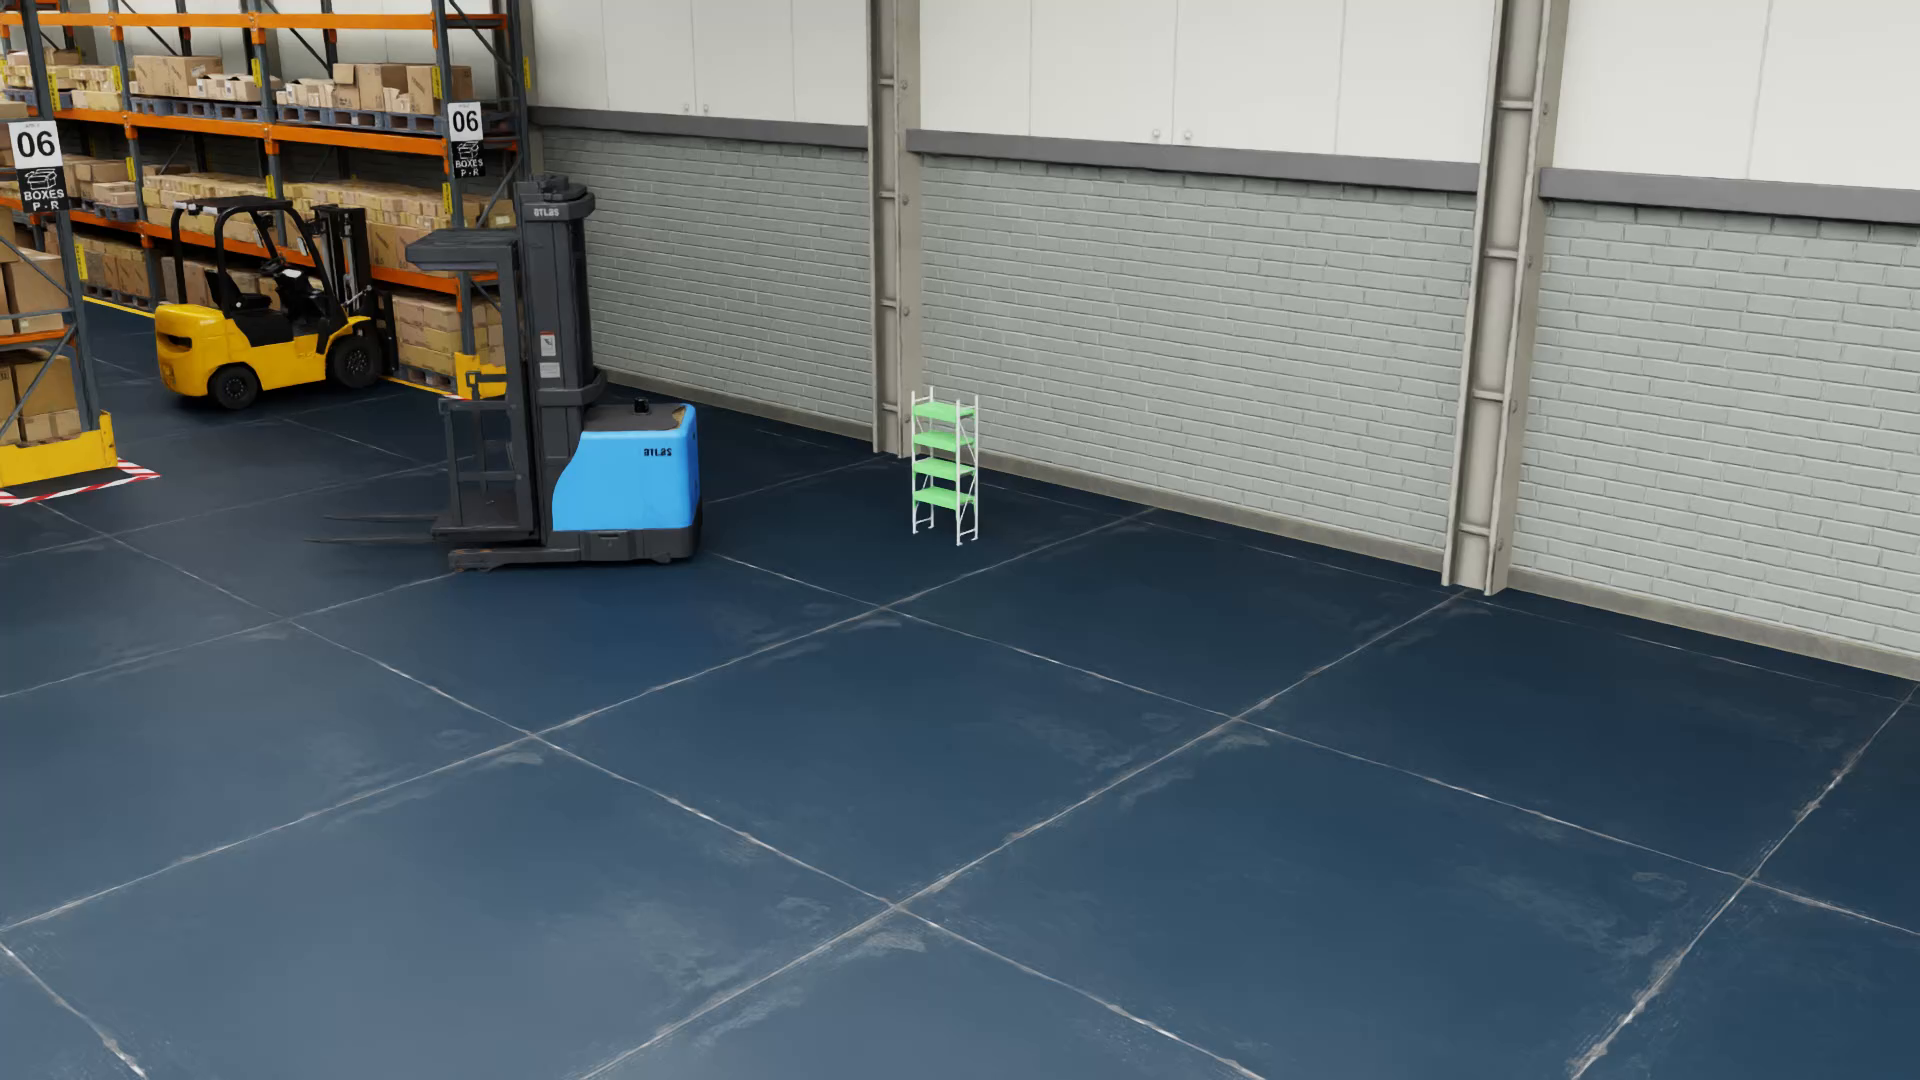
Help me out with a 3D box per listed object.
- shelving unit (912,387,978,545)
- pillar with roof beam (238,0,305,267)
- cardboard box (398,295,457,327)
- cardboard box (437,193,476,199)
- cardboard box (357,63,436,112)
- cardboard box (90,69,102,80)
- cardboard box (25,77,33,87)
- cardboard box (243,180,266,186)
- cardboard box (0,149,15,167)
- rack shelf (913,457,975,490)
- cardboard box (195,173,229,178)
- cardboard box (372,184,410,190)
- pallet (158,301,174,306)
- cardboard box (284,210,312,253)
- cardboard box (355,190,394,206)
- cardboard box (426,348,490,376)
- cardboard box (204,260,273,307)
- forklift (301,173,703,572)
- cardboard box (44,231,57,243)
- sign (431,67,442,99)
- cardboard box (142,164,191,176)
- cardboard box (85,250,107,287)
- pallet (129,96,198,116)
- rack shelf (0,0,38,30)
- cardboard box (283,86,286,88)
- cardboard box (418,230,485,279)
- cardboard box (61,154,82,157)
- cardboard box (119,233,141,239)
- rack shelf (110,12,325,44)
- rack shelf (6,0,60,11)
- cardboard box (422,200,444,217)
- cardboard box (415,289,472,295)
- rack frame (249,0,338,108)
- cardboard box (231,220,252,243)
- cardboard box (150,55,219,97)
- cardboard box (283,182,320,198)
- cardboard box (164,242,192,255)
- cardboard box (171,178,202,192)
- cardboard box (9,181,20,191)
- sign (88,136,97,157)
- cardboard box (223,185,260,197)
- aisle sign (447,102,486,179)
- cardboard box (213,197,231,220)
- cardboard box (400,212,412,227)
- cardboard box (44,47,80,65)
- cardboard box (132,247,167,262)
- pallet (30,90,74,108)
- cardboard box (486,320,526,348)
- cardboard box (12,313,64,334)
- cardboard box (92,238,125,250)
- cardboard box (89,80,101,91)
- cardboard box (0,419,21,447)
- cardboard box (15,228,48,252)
[{"bbox_3d":[-0.124,-0.605,13.535,0.503,1.200,0.258,15,23,39],"label":"shelving unit"},{"bbox_3d":[-12.442,-6.588,19.494,0.400,9.000,9.100,15,23,39],"label":"pillar with roof beam"},{"bbox_3d":[-6.112,-2.643,19.180,0.500,0.250,0.500,16,23,40],"label":"cardboard box"},{"bbox_3d":[-5.839,-3.931,19.312,0.250,0.149,0.380,15,23,40],"label":"cardboard box"},{"bbox_3d":[-6.367,-5.141,18.869,0.500,0.500,0.700,15,23,40],"label":"cardboard box"},{"bbox_3d":[-12.133,-6.632,23.688,0.250,0.149,0.380,15,23,38],"label":"cardboard box"},{"bbox_3d":[-13.633,-6.813,24.716,0.250,0.149,0.380,15,23,40],"label":"cardboard box"},{"bbox_3d":[-9.396,-4.750,22.382,0.250,0.149,0.380,15,23,40],"label":"cardboard box"},{"bbox_3d":[-8.499,-3.480,15.076,0.250,0.149,0.380,15,23,39],"label":"cardboard box"},{"bbox_3d":[-0.124,-0.544,13.554,0.480,0.148,0.258,15,23,39],"label":"rack shelf"},{"bbox_3d":[-10.511,-5.070,23.392,0.250,0.149,0.380,16,23,41],"label":"cardboard box"},{"bbox_3d":[-6.951,-4.257,20.339,0.250,0.149,0.380,15,23,38],"label":"cardboard box"},{"bbox_3d":[-10.568,-3.257,23.526,1.213,0.211,1.003,15,23,39],"label":"pallet"},{"bbox_3d":[-8.008,-3.857,20.640,0.500,0.500,0.500,14,22,38],"label":"cardboard box"},{"bbox_3d":[-6.911,-4.038,19.647,0.250,0.149,0.380,15,23,39],"label":"cardboard box"},{"bbox_3d":[-5.736,-2.066,19.016,0.500,0.250,0.500,15,23,40],"label":"cardboard box"},{"bbox_3d":[-9.703,-3.436,22.710,0.625,0.625,0.875,14,22,37],"label":"cardboard box"},{"bbox_3d":[-3.621,-1.317,12.916,3.031,2.935,1.130,-1,18,-4],"label":"forklift"},{"bbox_3d":[-14.058,-4.749,25.983,0.250,0.149,0.380,16,24,42],"label":"cardboard box"},{"bbox_3d":[-5.545,-4.848,17.637,0.005,0.325,0.100,15,23,39],"label":"sign"},{"bbox_3d":[-11.439,-5.147,24.011,0.500,0.500,0.500,16,24,42],"label":"cardboard box"},{"bbox_3d":[-12.779,-4.113,25.050,0.500,0.500,0.500,14,22,37],"label":"cardboard box"},{"bbox_3d":[-10.591,-5.984,22.862,1.003,0.211,1.213,16,24,42],"label":"pallet"},{"bbox_3d":[-9.962,-4.947,15.517,4.000,0.370,1.077,15,23,39],"label":"rack shelf"},{"bbox_3d":[-8.671,-5.730,21.304,0.250,0.149,0.380,15,23,39],"label":"cardboard box"},{"bbox_3d":[-5.717,-3.241,18.700,0.500,0.500,0.500,14,23,38],"label":"cardboard box"},{"bbox_3d":[-13.937,-5.664,25.639,0.500,0.500,0.700,16,23,41],"label":"cardboard box"},{"bbox_3d":[-12.687,-4.622,25.584,0.250,0.149,0.380,15,23,40],"label":"cardboard box"},{"bbox_3d":[-9.662,-6.685,21.649,4.000,0.370,1.077,15,23,39],"label":"rack shelf"},{"bbox_3d":[-15.646,-8.480,26.650,4.000,0.370,1.077,15,23,39],"label":"rack shelf"},{"bbox_3d":[-5.788,-3.719,18.643,0.250,0.149,0.380,15,23,39],"label":"cardboard box"},{"bbox_3d":[-6.151,-2.862,19.869,0.500,0.250,0.500,15,23,39],"label":"cardboard box"},{"bbox_3d":[-8.166,-6.817,20.214,0.127,3.000,1.000,15,23,39],"label":"rack frame"},{"bbox_3d":[-9.097,-4.027,21.591,0.500,0.250,0.500,15,23,39],"label":"cardboard box"},{"bbox_3d":[-10.334,-6.206,22.225,0.500,0.500,0.700,14,23,38],"label":"cardboard box"},{"bbox_3d":[-8.125,-4.325,20.550,0.250,0.149,0.380,16,23,40],"label":"cardboard box"},{"bbox_3d":[-11.522,-4.313,24.608,0.250,0.149,0.380,16,24,41],"label":"cardboard box"},{"bbox_3d":[-10.502,-4.838,22.659,0.250,0.149,0.380,15,23,40],"label":"cardboard box"},{"bbox_3d":[-14.693,-5.681,26.309,0.500,0.250,0.500,16,23,41],"label":"cardboard box"},{"bbox_3d":[-13.784,-6.242,26.406,0.005,0.325,0.100,15,23,39],"label":"sign"},{"bbox_3d":[-9.361,-4.531,21.691,0.250,0.149,0.380,14,23,38],"label":"cardboard box"},{"bbox_3d":[-5.320,-4.314,17.947,0.004,0.787,0.394,15,23,39],"label":"aisle sign"},{"bbox_3d":[-9.471,-4.370,21.845,0.500,0.250,0.500,16,23,40],"label":"cardboard box"},{"bbox_3d":[-6.162,-3.680,19.011,0.250,0.149,0.380,15,23,39],"label":"cardboard box"},{"bbox_3d":[-13.656,-7.369,25.293,0.258,0.266,0.396,15,23,39],"label":"cardboard box"},{"bbox_3d":[-11.696,-4.120,24.001,0.250,0.149,0.380,14,22,37],"label":"cardboard box"},{"bbox_3d":[-12.931,-6.549,24.641,1.003,0.211,1.213,15,23,39],"label":"pallet"},{"bbox_3d":[-5.388,-2.423,19.314,0.500,0.250,0.500,16,23,40],"label":"cardboard box"},{"bbox_3d":[-8.583,-2.026,15.451,0.250,0.149,0.380,15,23,39],"label":"cardboard box"},{"bbox_3d":[-12.819,-4.454,25.052,0.250,0.149,0.380,15,23,39],"label":"cardboard box"},{"bbox_3d":[-12.158,-6.480,23.702,0.250,0.149,0.380,15,23,39],"label":"cardboard box"},{"bbox_3d":[-9.268,-1.026,15.737,0.500,0.250,0.500,15,23,39],"label":"cardboard box"},{"bbox_3d":[-15.357,-4.842,27.349,0.500,0.500,0.700,14,22,37],"label":"cardboard box"}]
